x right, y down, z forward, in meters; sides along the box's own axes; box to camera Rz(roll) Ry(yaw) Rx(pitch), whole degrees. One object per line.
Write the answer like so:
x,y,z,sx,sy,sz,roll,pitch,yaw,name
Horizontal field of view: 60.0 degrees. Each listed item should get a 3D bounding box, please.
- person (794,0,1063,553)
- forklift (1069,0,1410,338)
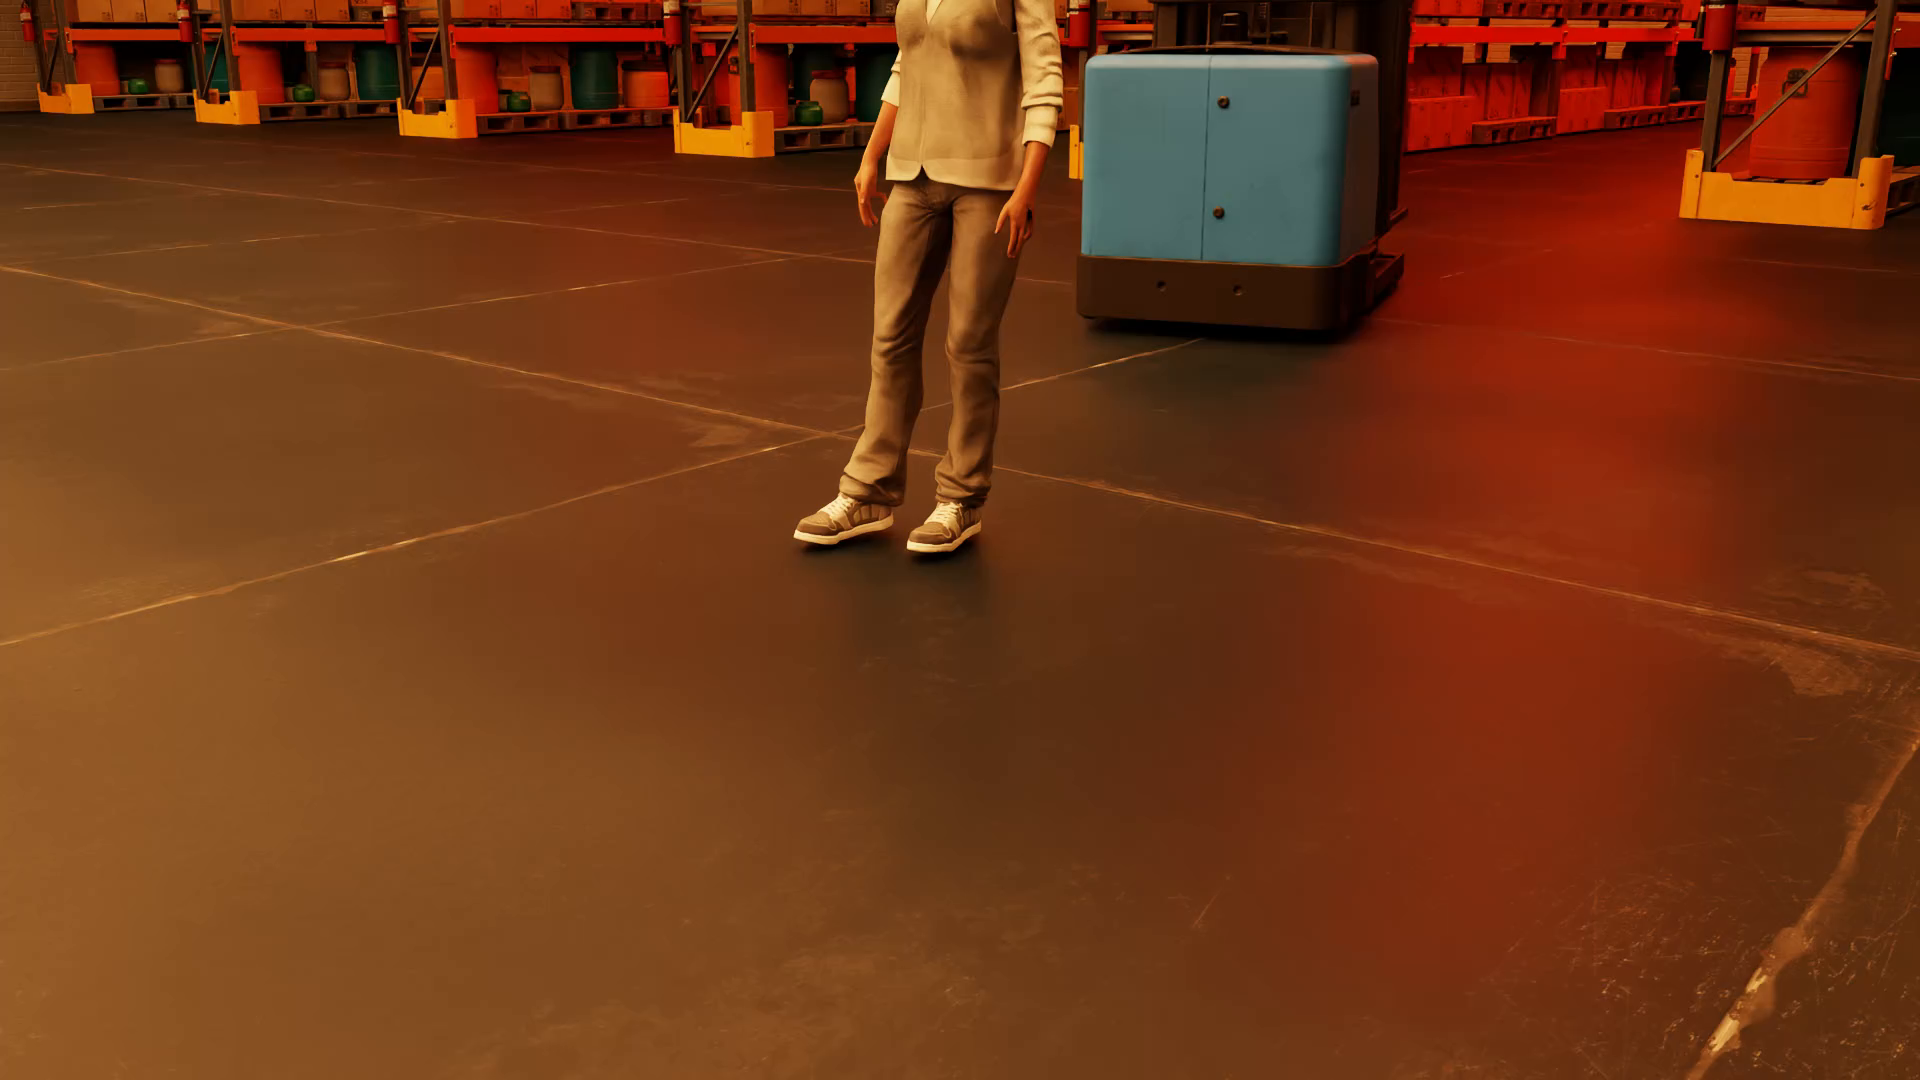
-0.058,-0.754,3.663,0.520,1.590,0.475,13,21,37,person
1.438,-2.560,7.327,1.130,2.935,3.031,6,18,20,forklift
